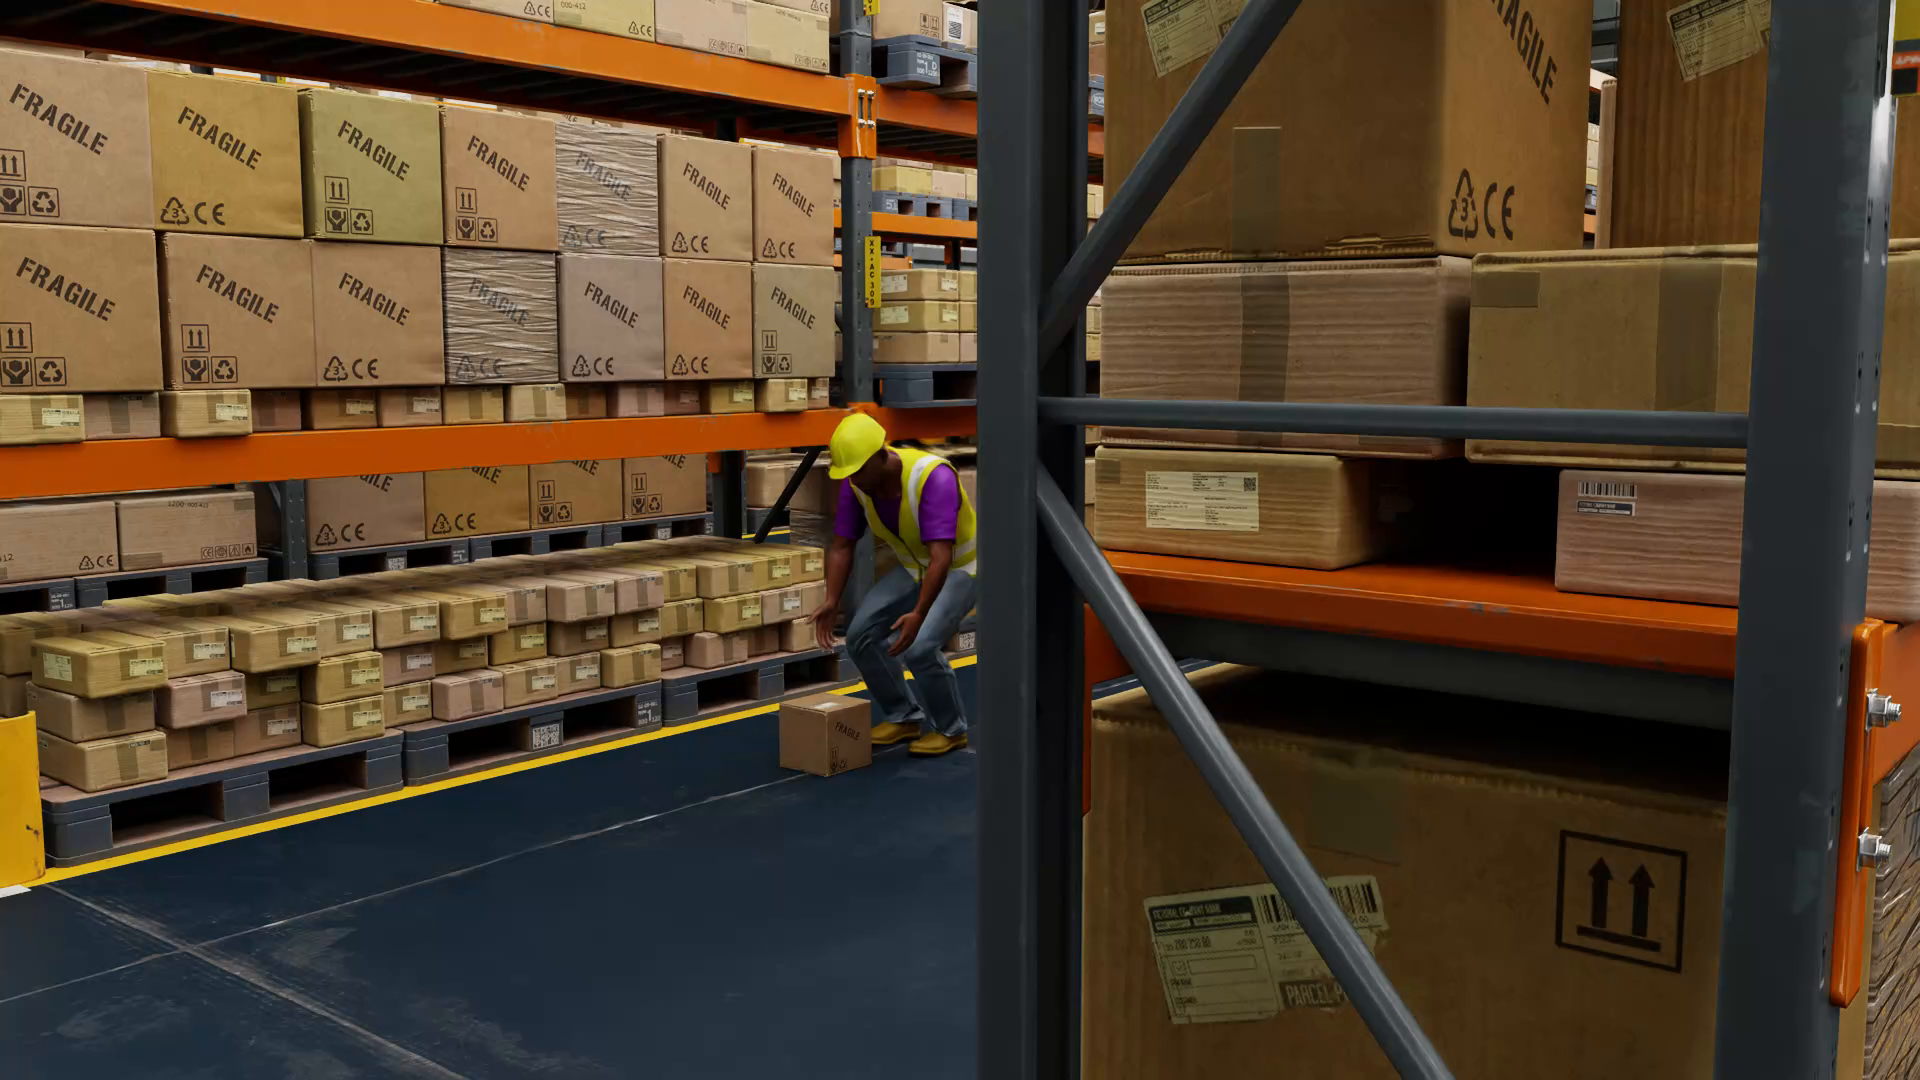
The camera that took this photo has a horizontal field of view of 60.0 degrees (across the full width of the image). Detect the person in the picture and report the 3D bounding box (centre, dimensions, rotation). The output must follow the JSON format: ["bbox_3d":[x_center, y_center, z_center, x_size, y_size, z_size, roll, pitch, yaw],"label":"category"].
[{"bbox_3d":[-0.190,0.167,6.525,0.792,1.343,0.631,-6,9,-44],"label":"person"}]
